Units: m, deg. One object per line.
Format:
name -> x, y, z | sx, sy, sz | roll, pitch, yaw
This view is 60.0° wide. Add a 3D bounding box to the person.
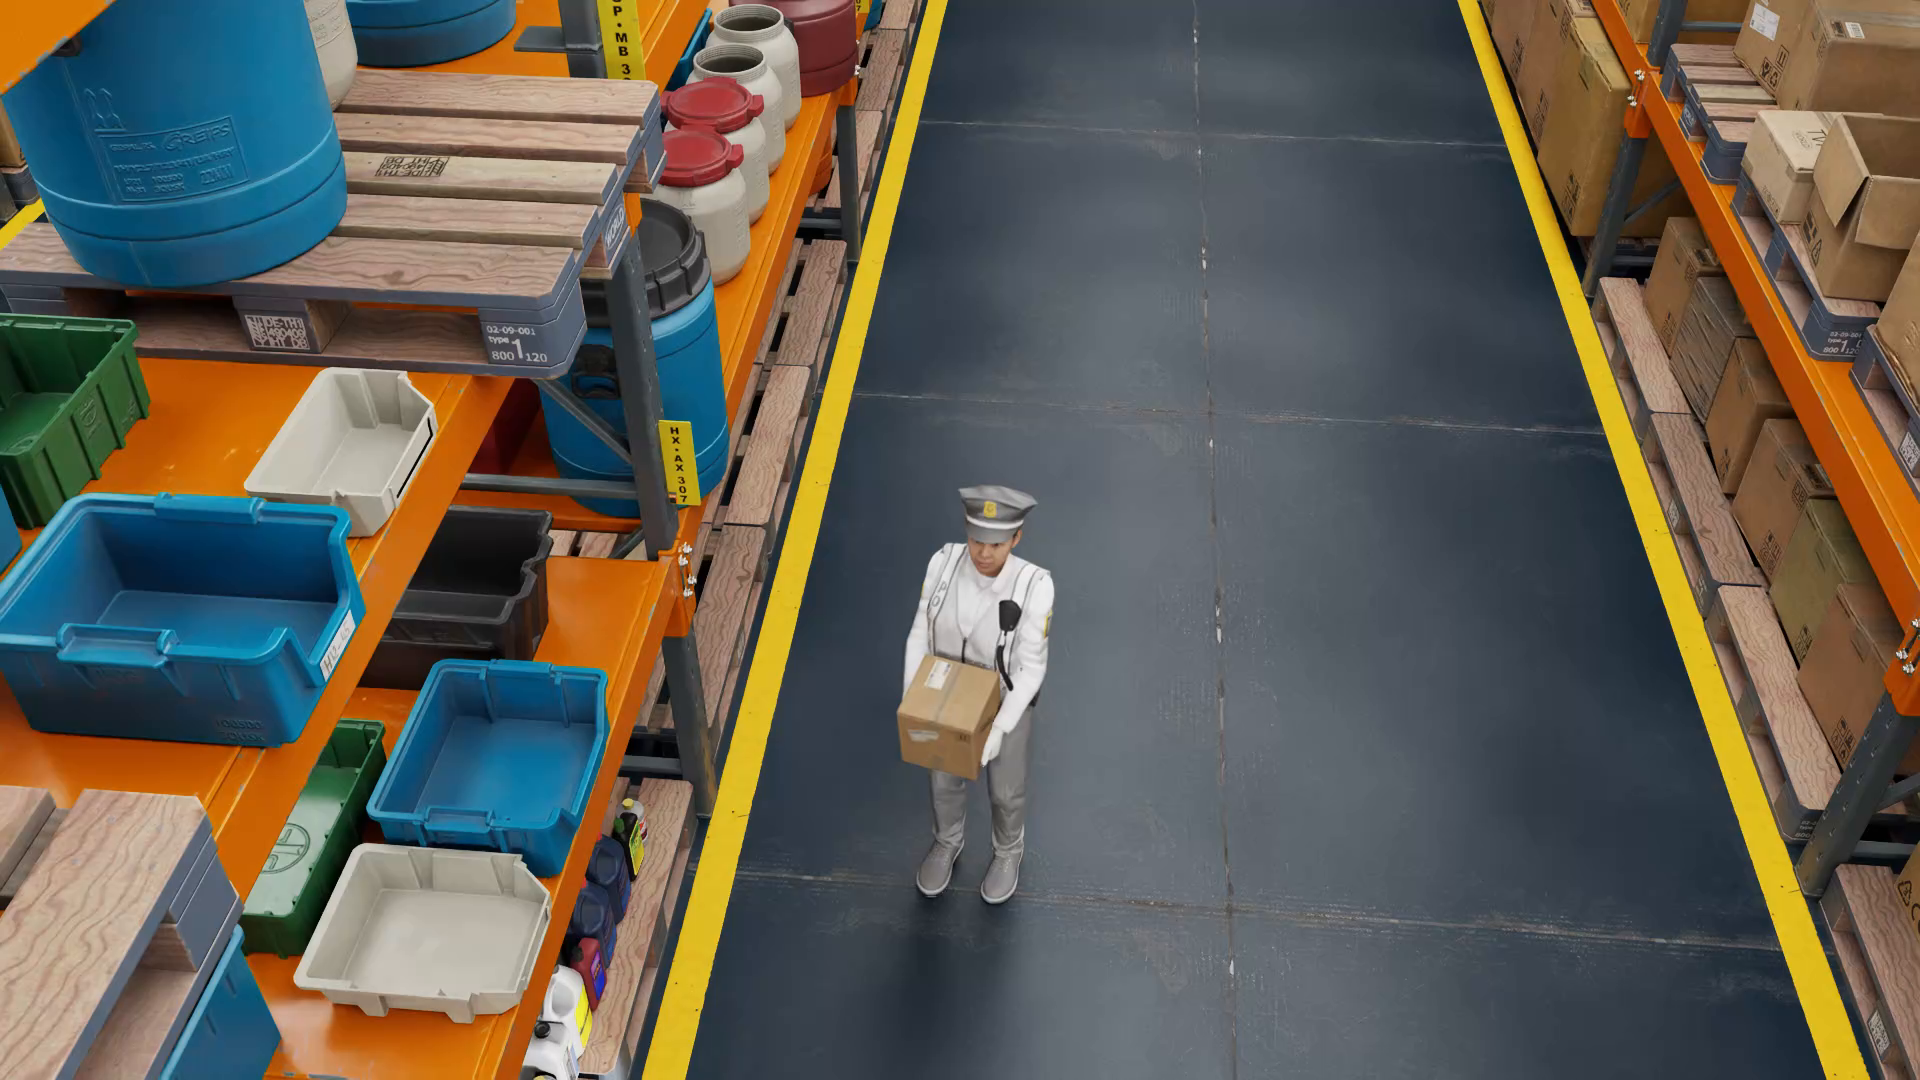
person -> 0.047, 0.557, 5.476 | 0.465, 1.691, 0.554 | 13, 42, 15
